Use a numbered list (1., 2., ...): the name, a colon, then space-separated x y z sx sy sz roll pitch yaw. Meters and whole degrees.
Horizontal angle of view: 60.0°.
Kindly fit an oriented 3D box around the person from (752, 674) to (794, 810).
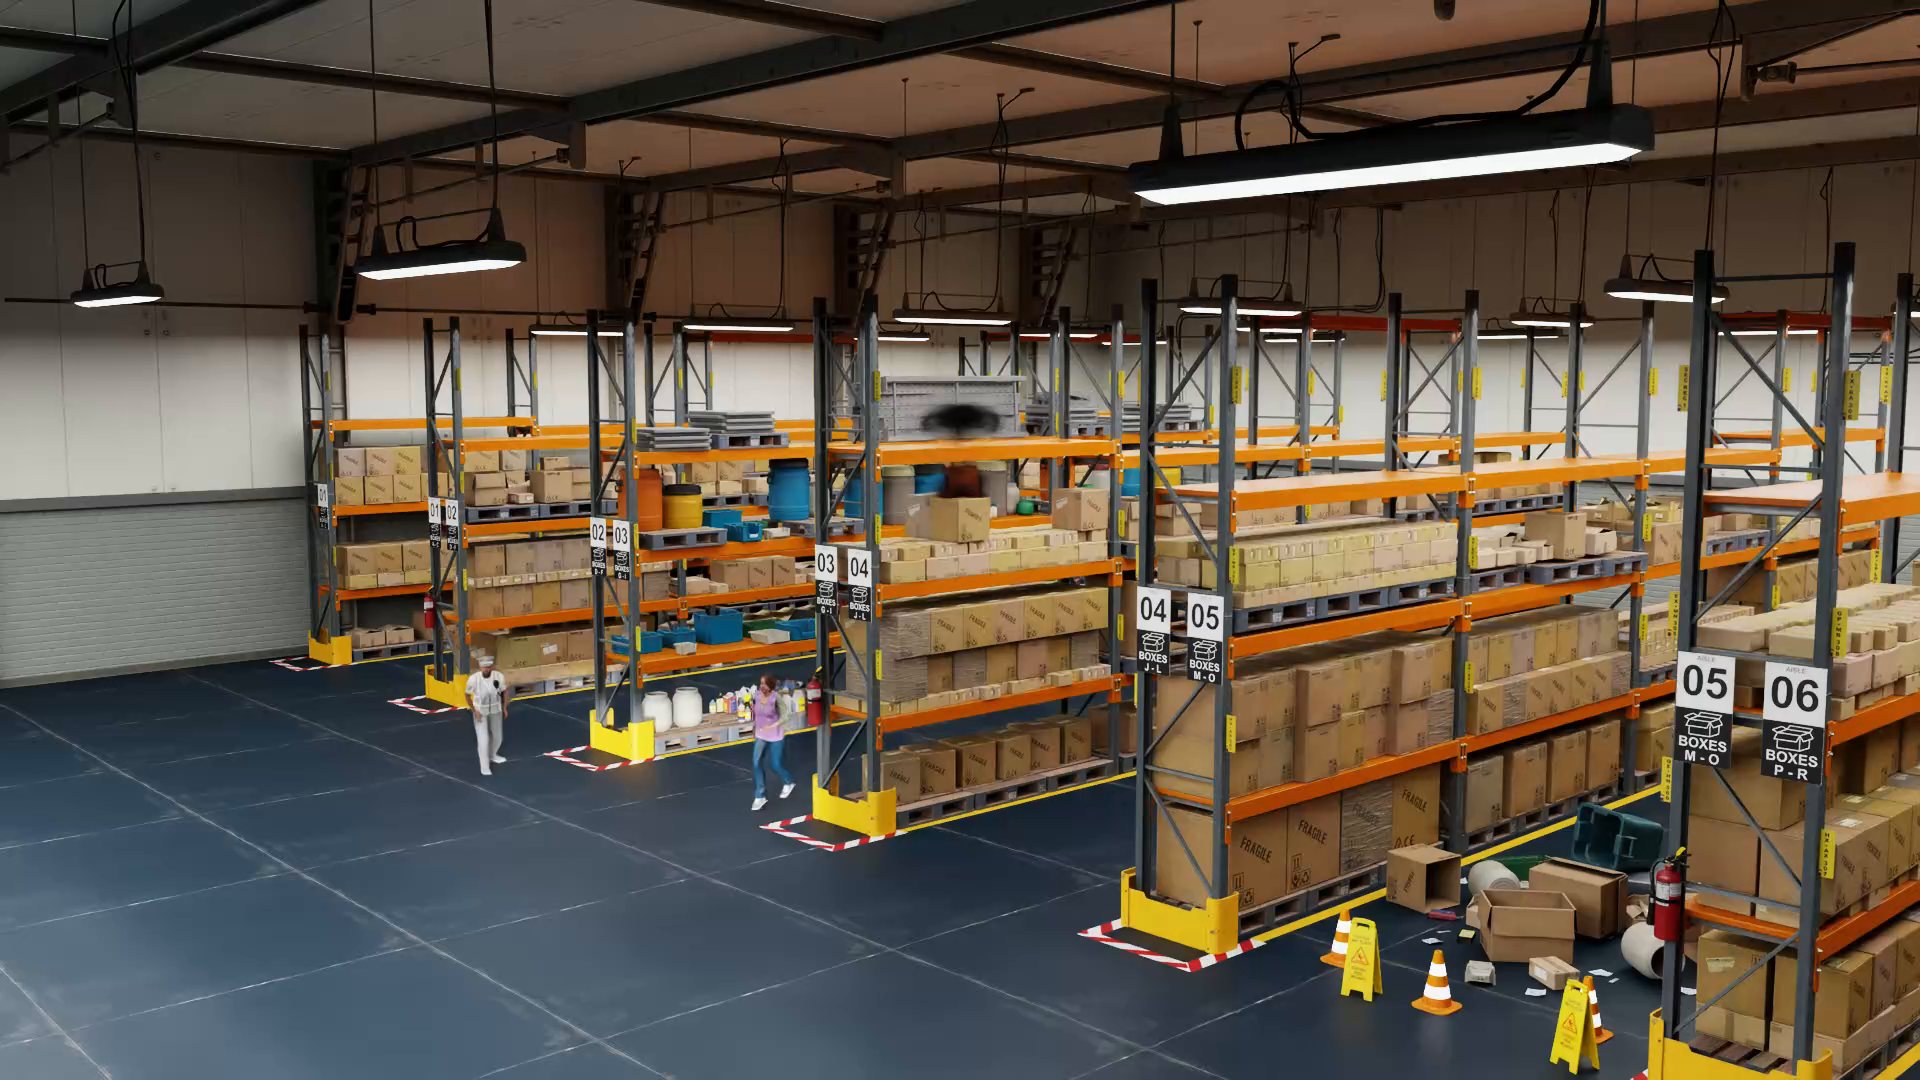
1. person: -2.250 2.367 19.848 0.553 1.587 0.767 3 6 25

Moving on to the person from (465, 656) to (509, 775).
1. person: -6.094 2.219 21.458 0.608 1.590 0.803 -4 7 -33

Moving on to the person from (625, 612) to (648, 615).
1. person: -6.023 1.285 30.190 0.718 1.674 0.823 4 7 32
